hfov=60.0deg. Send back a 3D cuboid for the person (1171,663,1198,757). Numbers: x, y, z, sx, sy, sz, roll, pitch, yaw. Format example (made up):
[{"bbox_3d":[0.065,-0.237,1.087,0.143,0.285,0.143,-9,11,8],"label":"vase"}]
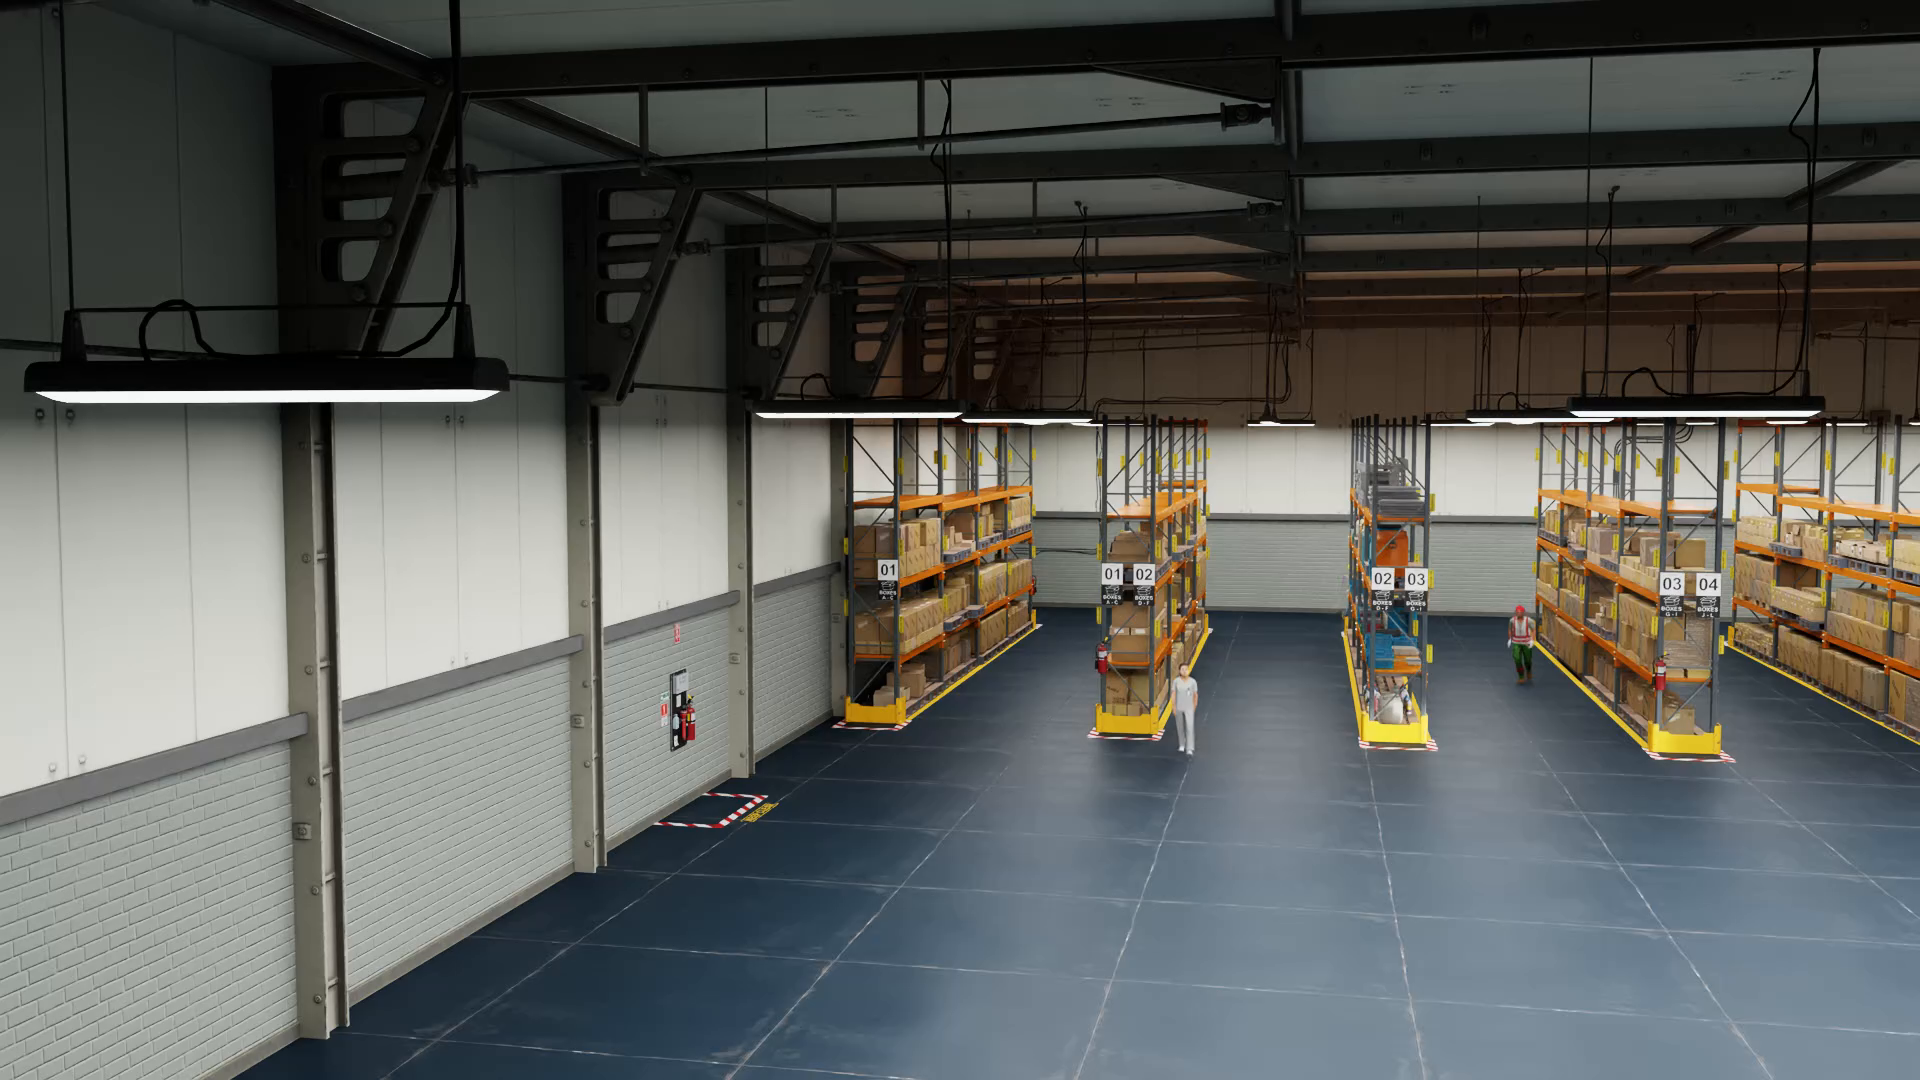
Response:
[{"bbox_3d":[3.927,2.960,29.088,0.481,1.611,1.031,1,4,20],"label":"person"}]

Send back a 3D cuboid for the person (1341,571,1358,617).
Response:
[{"bbox_3d":[11.747,1.616,49.286,1.015,1.657,0.564,3,5,35],"label":"person"}]

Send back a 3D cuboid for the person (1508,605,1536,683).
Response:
[{"bbox_3d":[12.751,2.338,37.724,0.606,1.757,0.740,2,4,25],"label":"person"}]
